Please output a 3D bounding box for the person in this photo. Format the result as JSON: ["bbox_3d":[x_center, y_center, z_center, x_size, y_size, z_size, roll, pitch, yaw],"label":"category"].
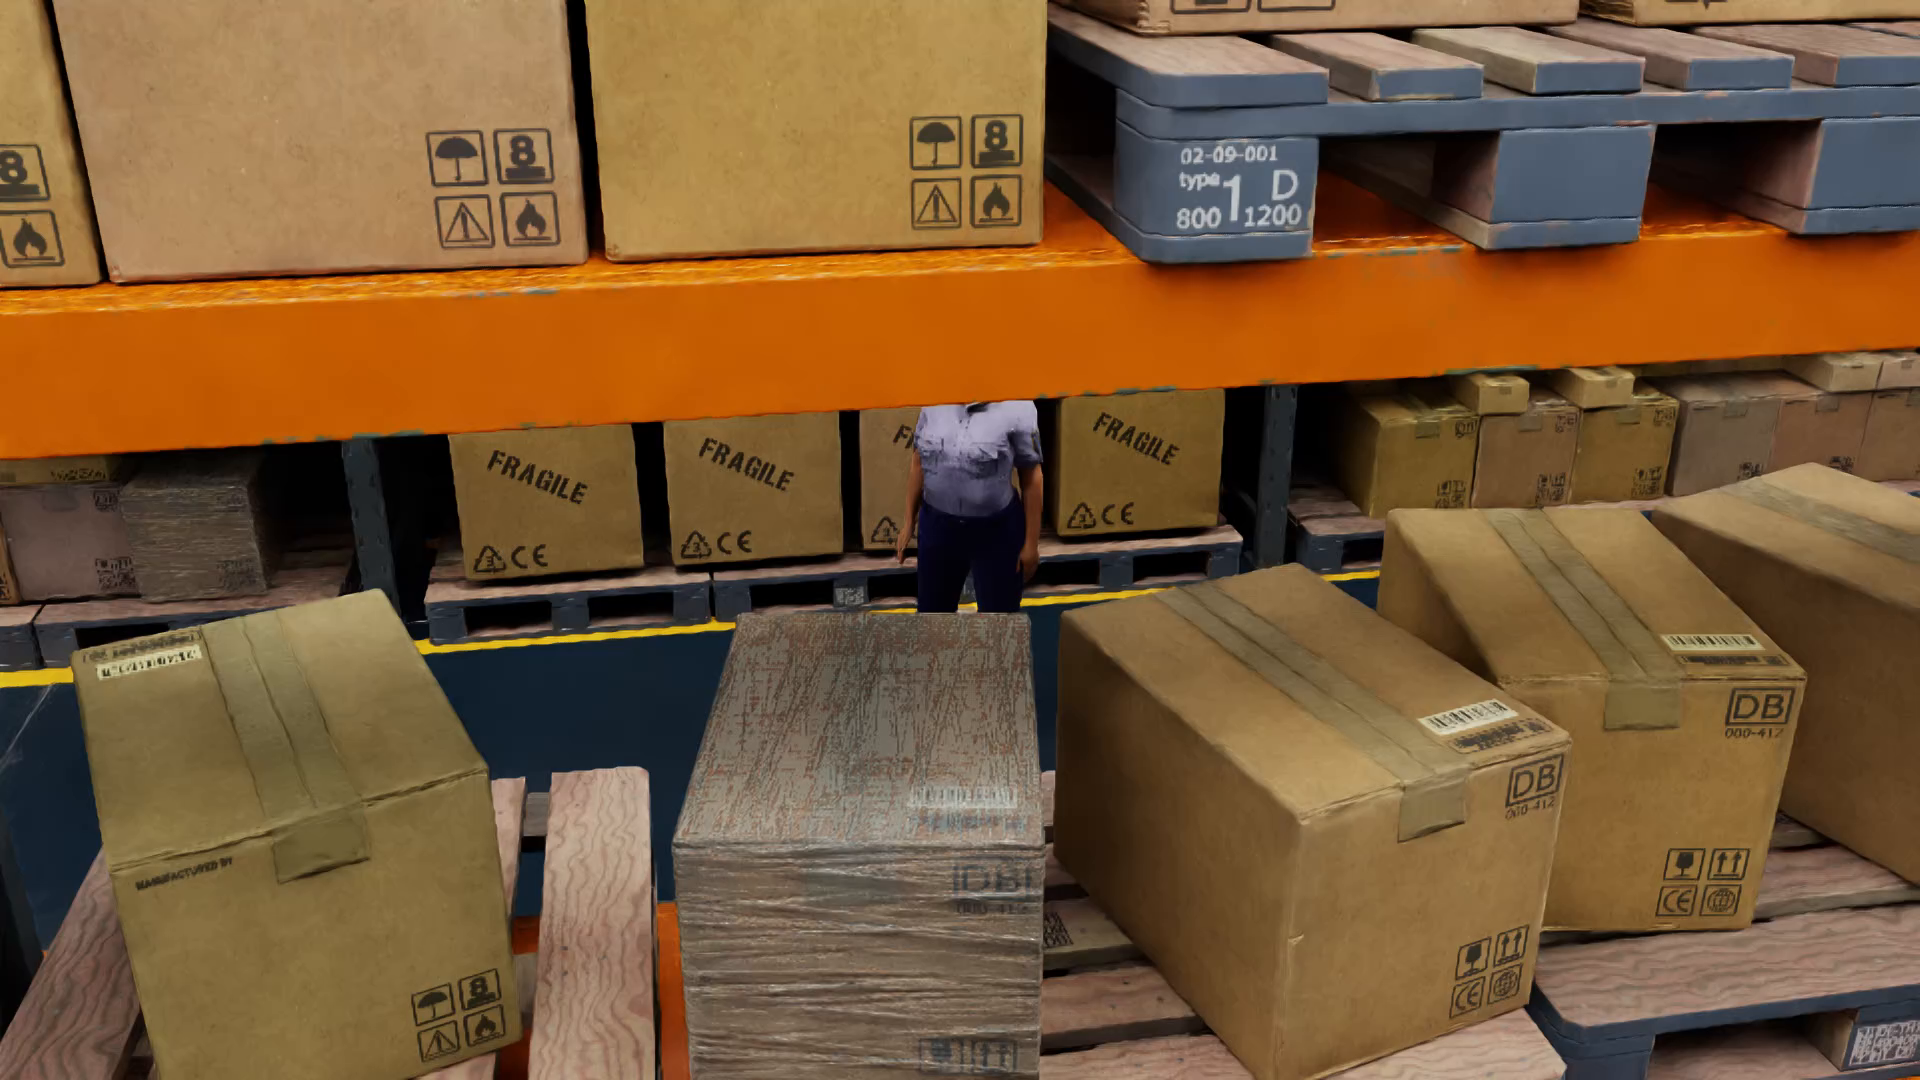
[{"bbox_3d":[0.016,-0.018,6.138,0.588,1.653,0.352,11,26,23],"label":"person"}]
